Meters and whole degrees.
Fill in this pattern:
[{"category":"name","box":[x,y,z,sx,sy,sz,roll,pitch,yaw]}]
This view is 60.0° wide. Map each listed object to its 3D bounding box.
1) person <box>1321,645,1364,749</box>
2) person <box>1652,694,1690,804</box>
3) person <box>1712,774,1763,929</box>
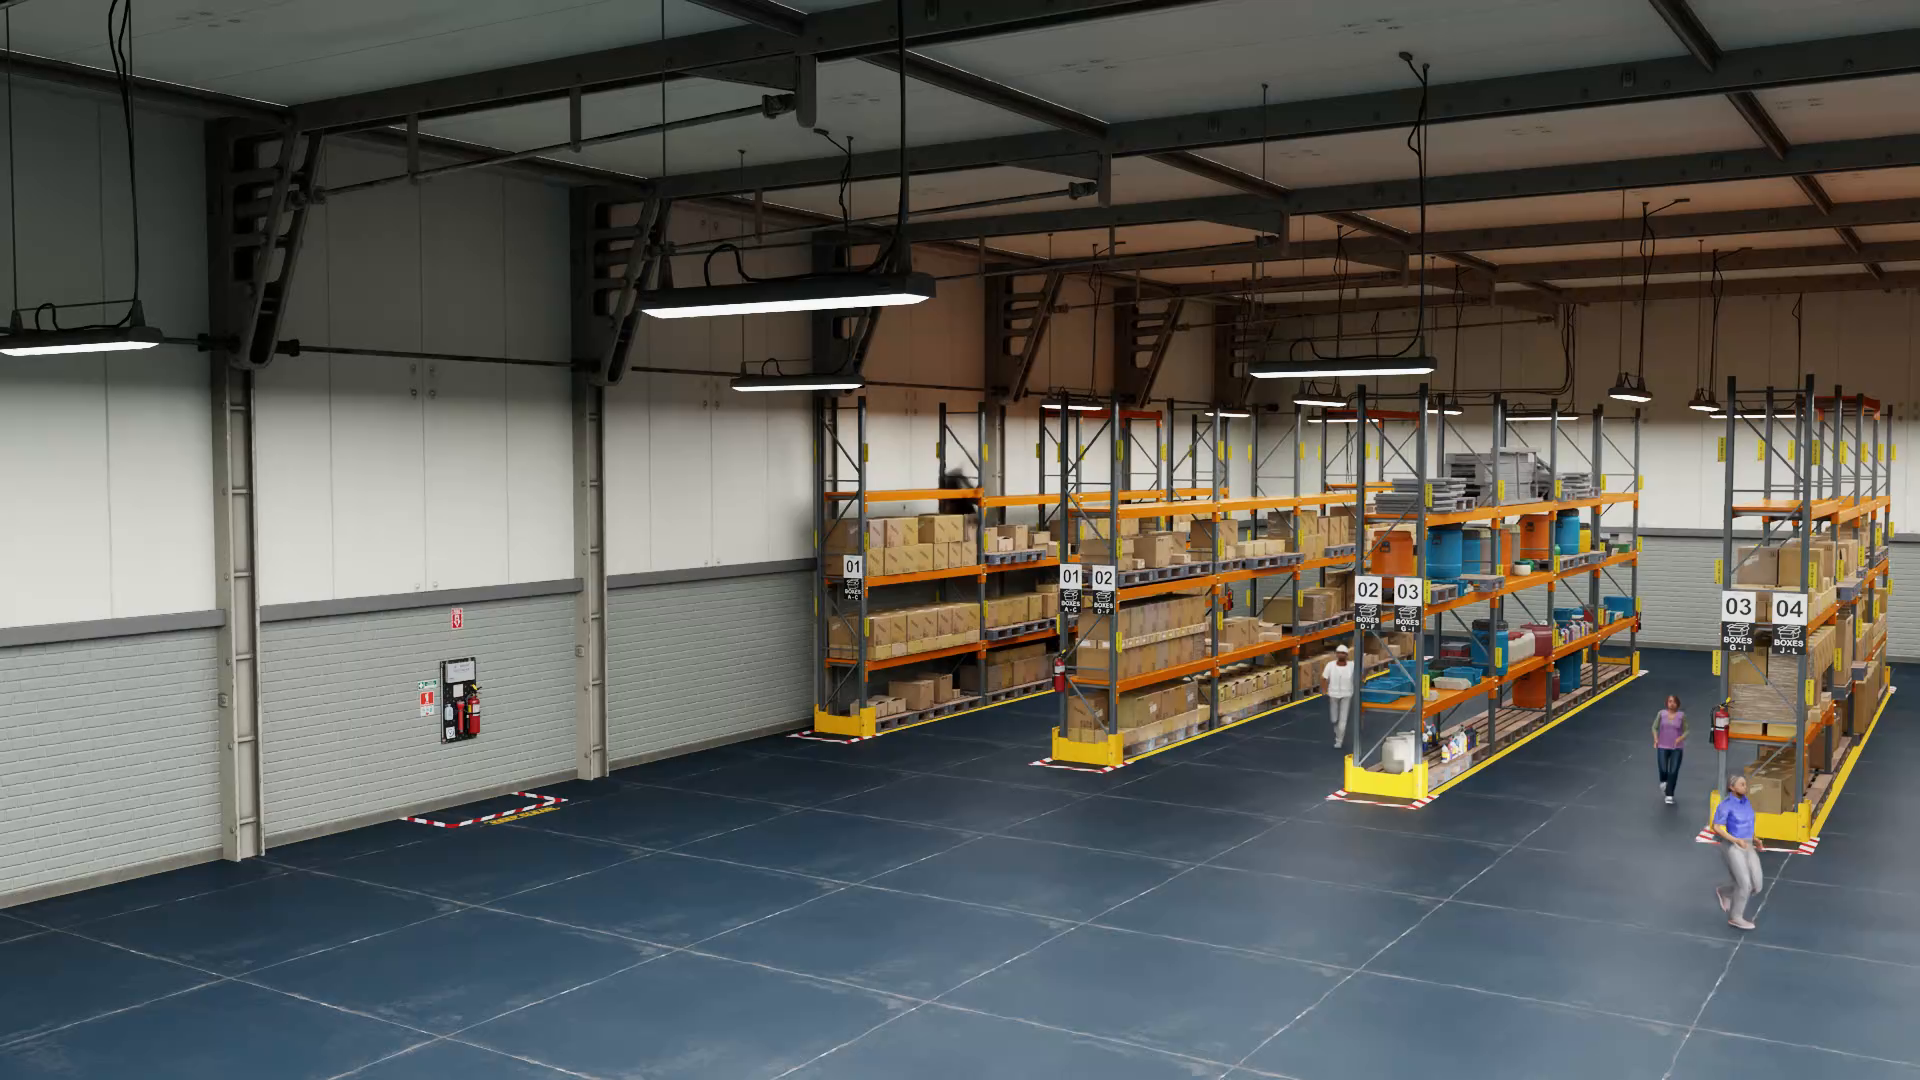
[{"category":"person","box":[6.495,2.654,28.287,0.700,1.739,0.801,1,3,19]},{"category":"person","box":[10.138,2.980,23.741,0.505,1.547,0.510,1,3,24]},{"category":"person","box":[8.217,3.275,17.553,0.573,1.603,0.529,-2,3,-28]}]
